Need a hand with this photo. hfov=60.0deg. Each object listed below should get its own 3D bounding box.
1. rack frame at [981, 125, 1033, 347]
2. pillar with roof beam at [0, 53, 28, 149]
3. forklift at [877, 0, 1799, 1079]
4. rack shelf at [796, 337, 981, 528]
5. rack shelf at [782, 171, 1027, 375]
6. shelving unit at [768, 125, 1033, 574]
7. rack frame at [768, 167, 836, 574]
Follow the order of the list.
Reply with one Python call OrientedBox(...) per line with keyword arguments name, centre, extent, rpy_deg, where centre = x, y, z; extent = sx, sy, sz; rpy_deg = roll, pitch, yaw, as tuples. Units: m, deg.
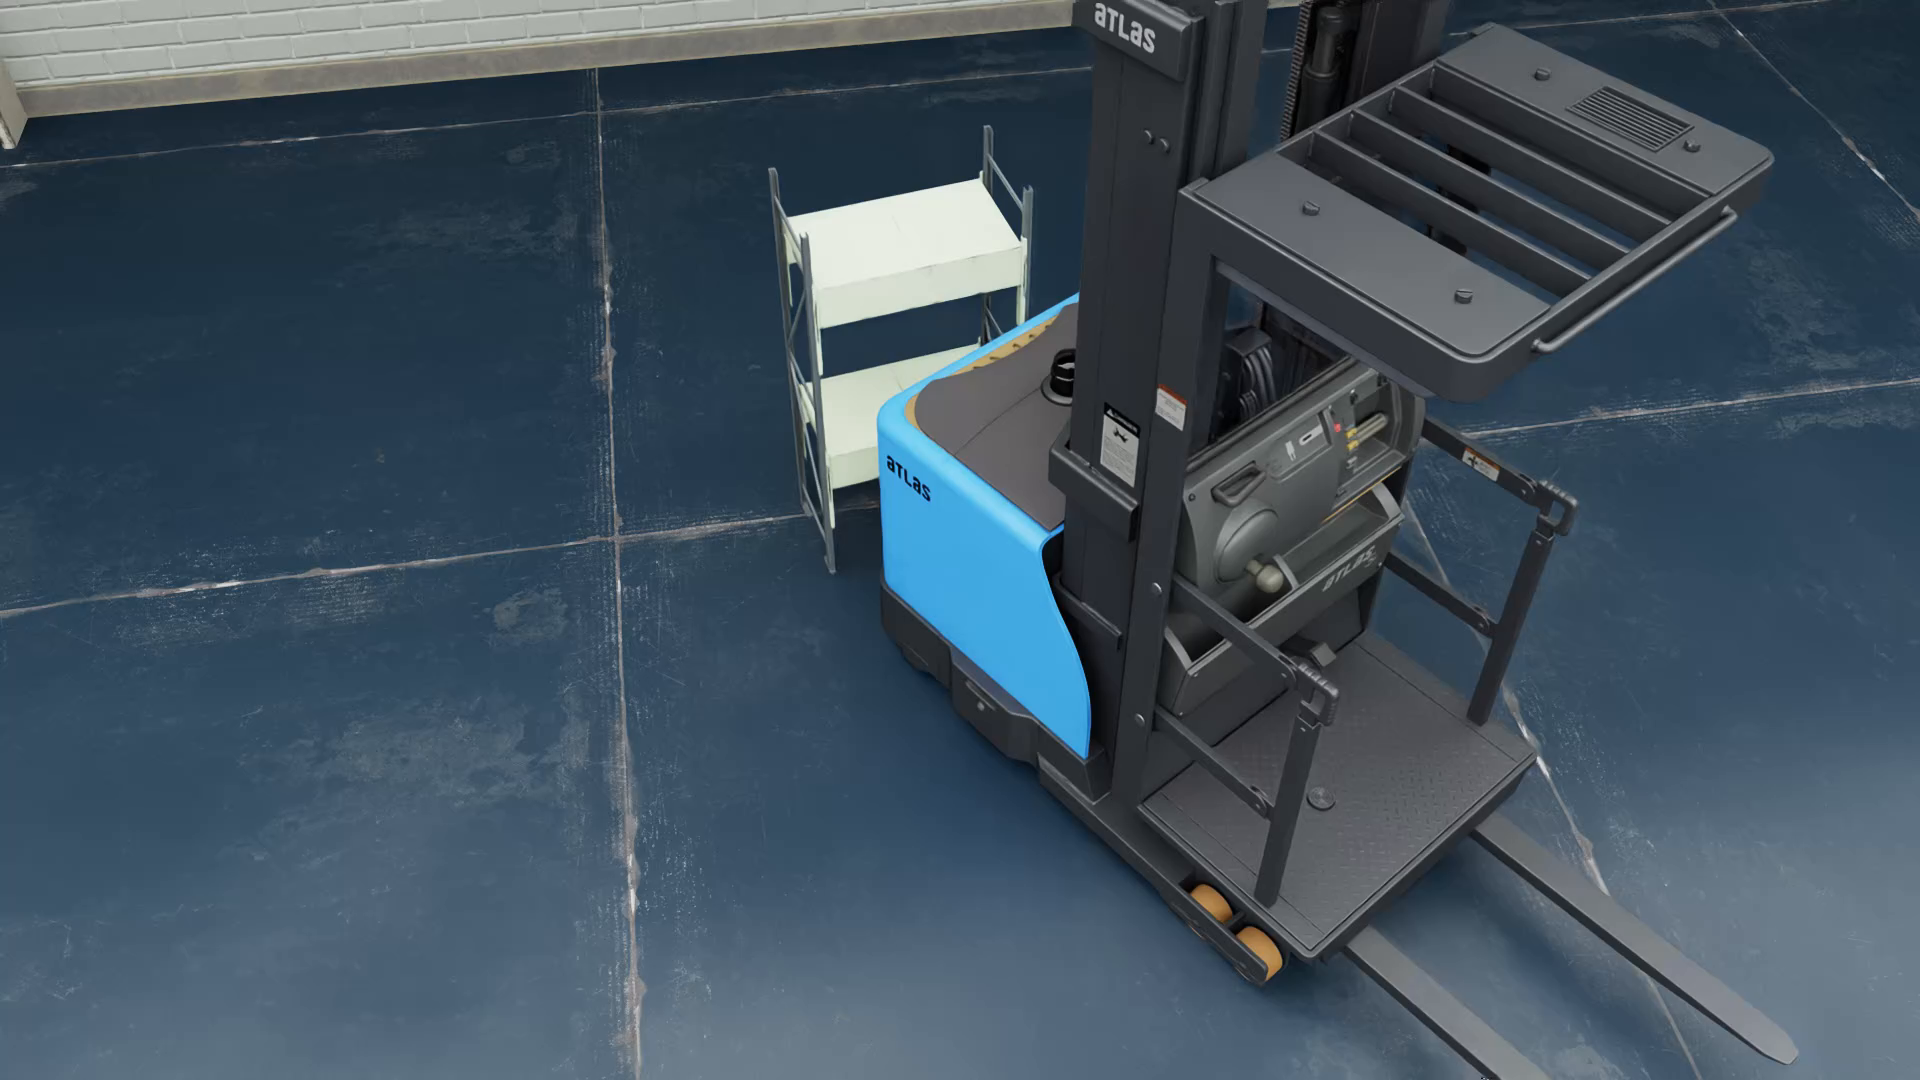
OrientedBox(name="rack frame", centre=(0.154, -0.710, 5.893), extent=(0.023, 1.500, 0.400), rpy_deg=(-14, 48, -13))
OrientedBox(name="pillar with roof beam", centre=(-4.081, -2.060, 1.986), extent=(0.400, 9.000, 9.100), rpy_deg=(-7, 46, -7))
OrientedBox(name="forklift", centre=(1.070, -0.115, 4.325), extent=(1.130, 2.935, 3.031), rpy_deg=(-32, 54, -27))
OrientedBox(name="rack shelf", centre=(-0.191, -0.396, 6.042), extent=(0.720, 0.370, 0.431), rpy_deg=(-14, 48, -13))
OrientedBox(name="rack shelf", centre=(-0.191, -0.893, 5.527), extent=(0.720, 0.370, 0.431), rpy_deg=(-14, 48, -13))
OrientedBox(name="shelving unit", centre=(-0.191, -0.622, 5.808), extent=(0.755, 1.500, 0.431), rpy_deg=(-14, 48, -13))
OrientedBox(name="rack frame", centre=(-0.536, -0.533, 5.722), extent=(0.023, 1.500, 0.400), rpy_deg=(-14, 48, -13))
